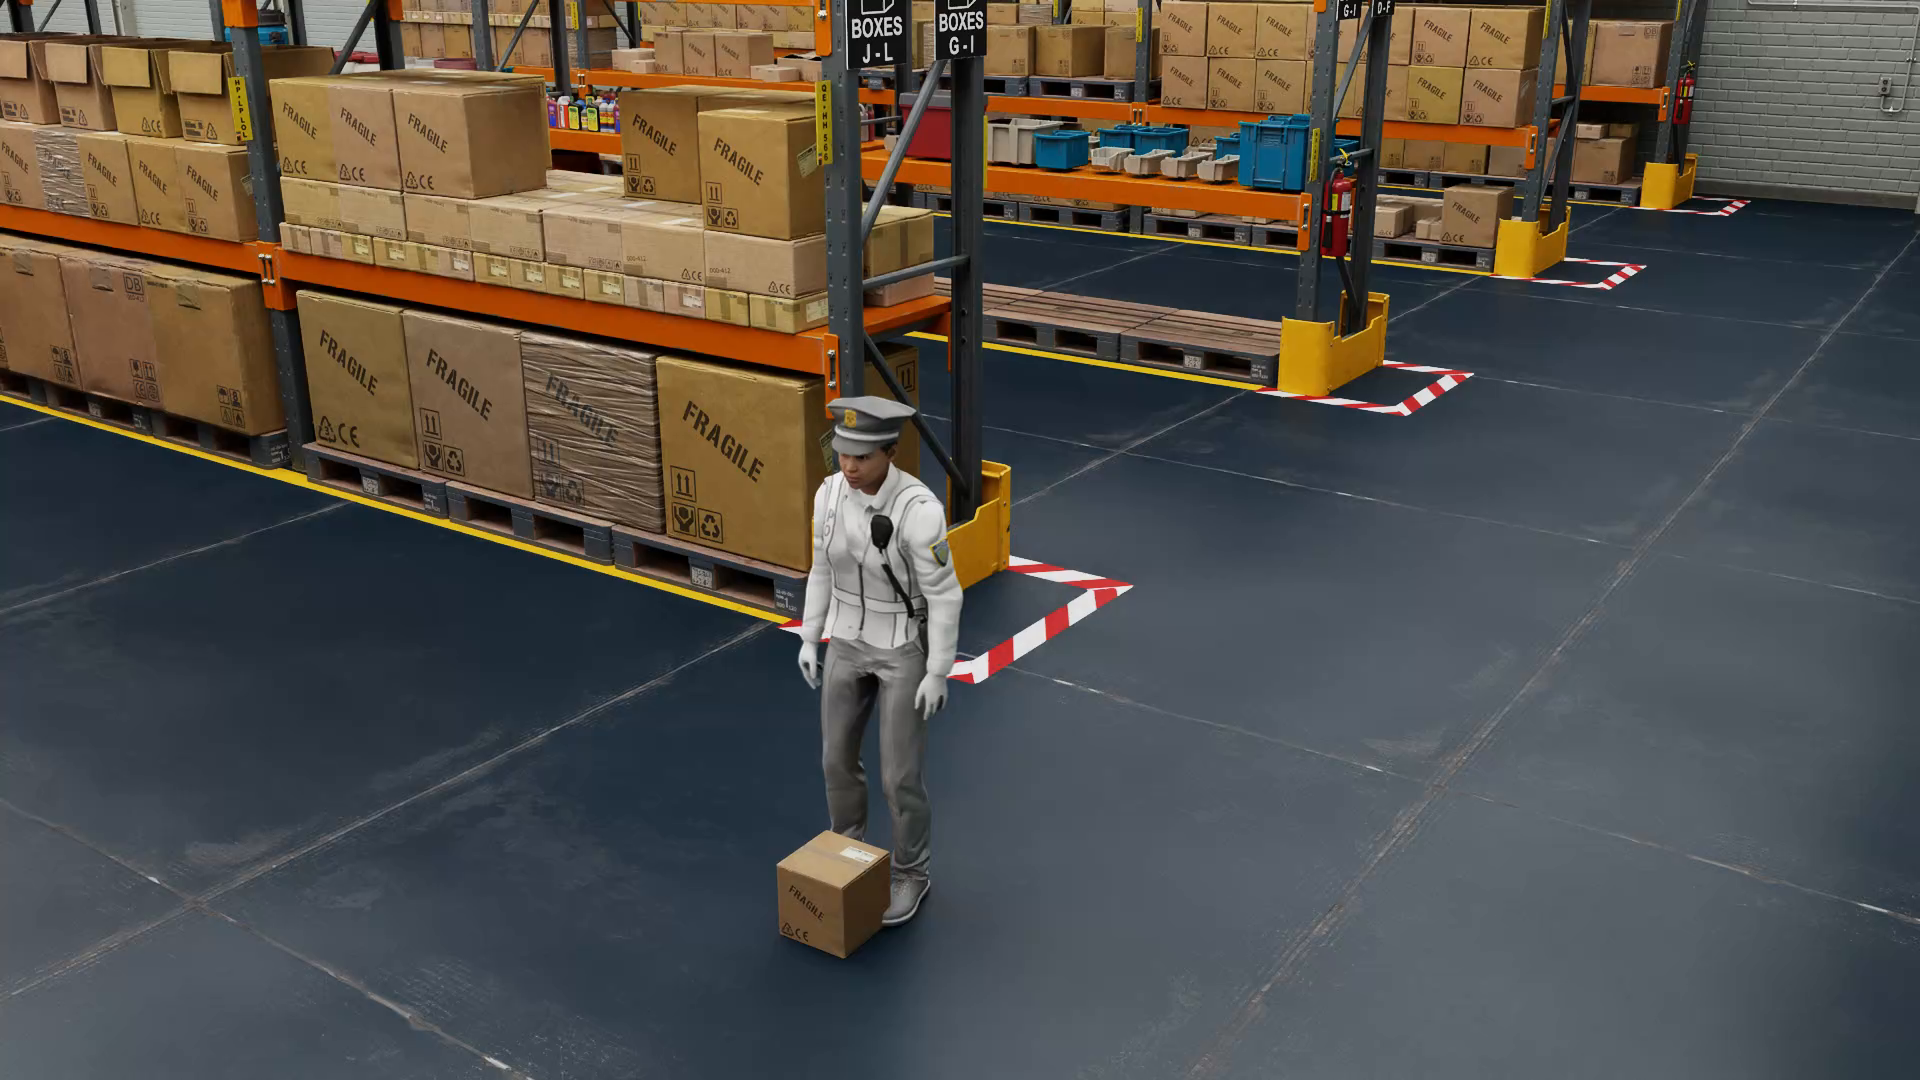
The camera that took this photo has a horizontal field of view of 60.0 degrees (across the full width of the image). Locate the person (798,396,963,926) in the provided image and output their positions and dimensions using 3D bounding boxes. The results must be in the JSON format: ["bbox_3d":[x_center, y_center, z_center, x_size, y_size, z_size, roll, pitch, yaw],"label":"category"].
[{"bbox_3d":[-0.251,0.357,5.078,0.547,1.667,0.369,12,23,29],"label":"person"}]
